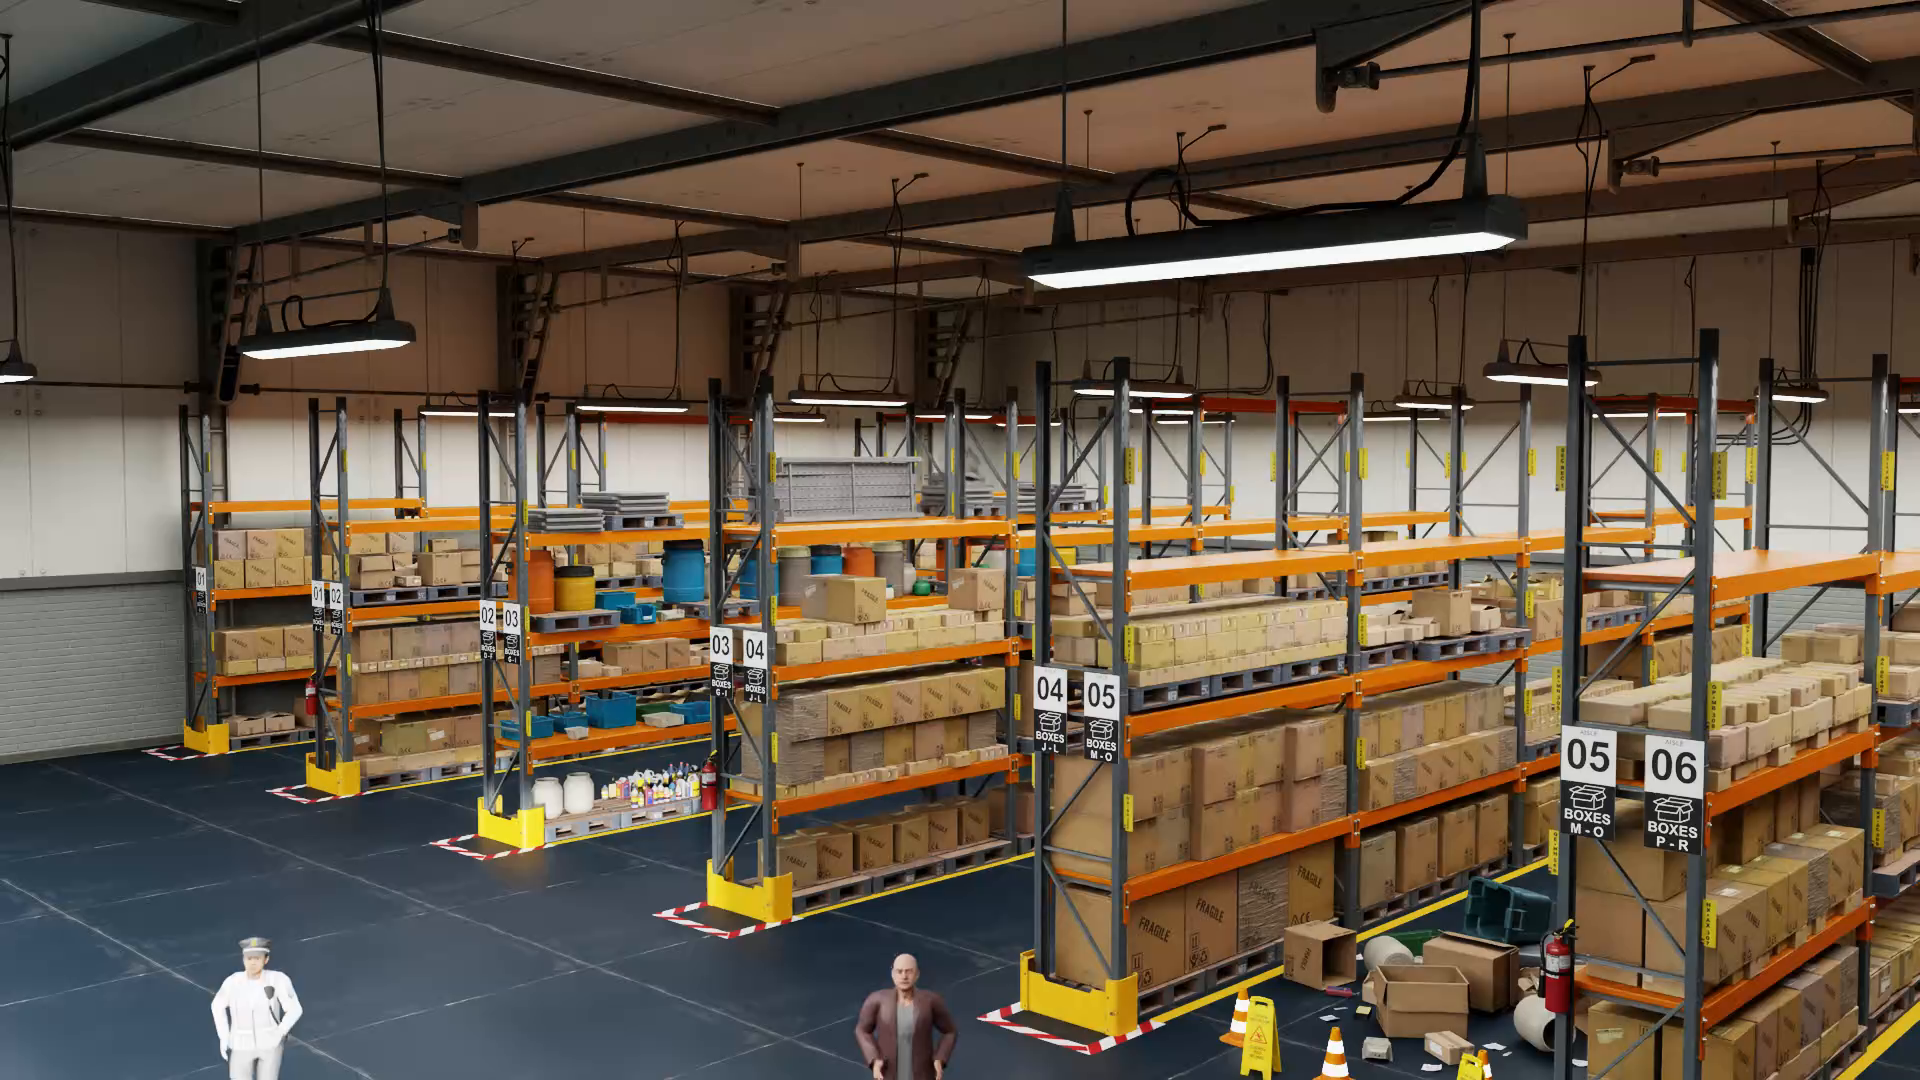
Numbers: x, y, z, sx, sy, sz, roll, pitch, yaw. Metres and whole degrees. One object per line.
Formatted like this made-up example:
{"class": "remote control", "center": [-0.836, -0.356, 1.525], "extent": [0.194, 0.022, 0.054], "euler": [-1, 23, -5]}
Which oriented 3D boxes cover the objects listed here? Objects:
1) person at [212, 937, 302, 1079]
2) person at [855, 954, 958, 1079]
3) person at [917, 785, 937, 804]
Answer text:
{"class": "person", "center": [-5.100, 3.691, 12.050], "extent": [0.616, 1.661, 0.567], "euler": [-1, 3, -19]}
{"class": "person", "center": [-0.370, 3.694, 11.403], "extent": [0.713, 1.727, 0.707], "euler": [0, 3, 1]}
{"class": "person", "center": [-0.494, 3.109, 23.714], "extent": [0.567, 1.614, 0.549], "euler": [2, 4, 32]}
